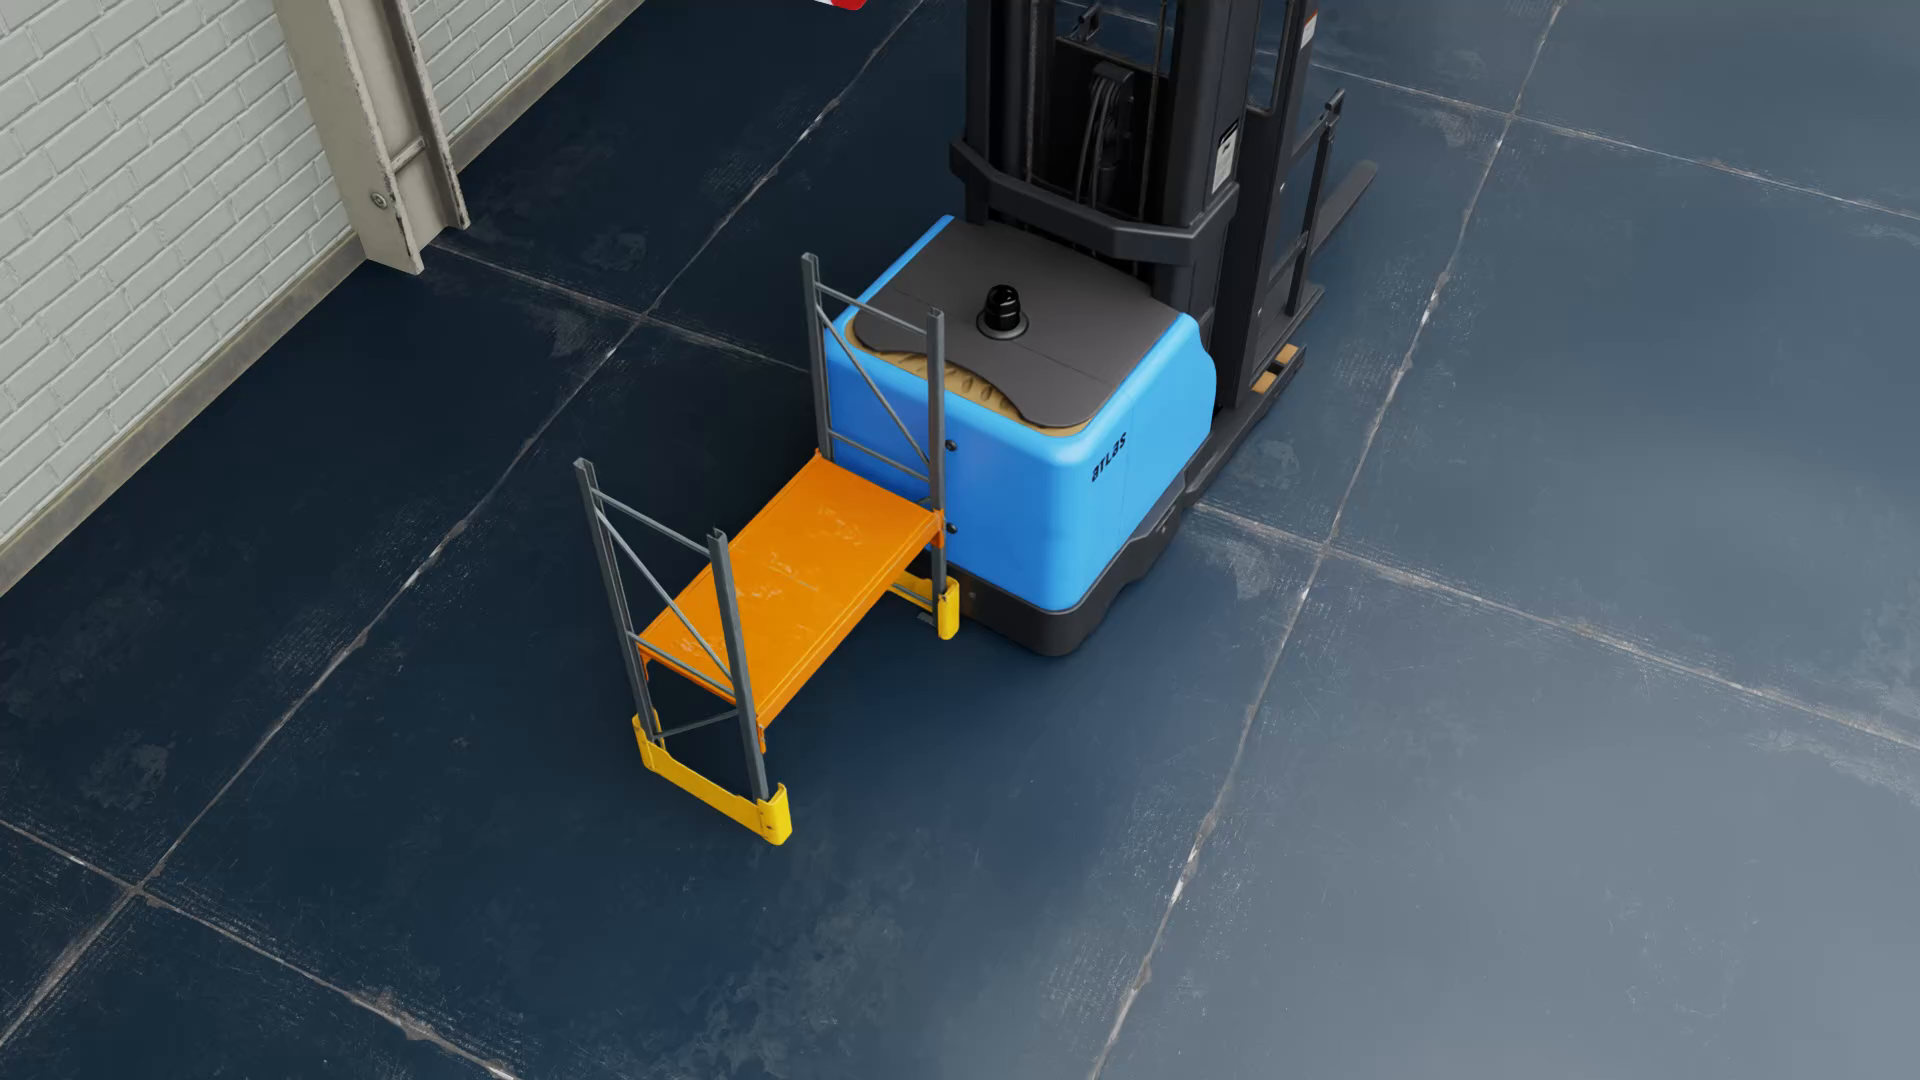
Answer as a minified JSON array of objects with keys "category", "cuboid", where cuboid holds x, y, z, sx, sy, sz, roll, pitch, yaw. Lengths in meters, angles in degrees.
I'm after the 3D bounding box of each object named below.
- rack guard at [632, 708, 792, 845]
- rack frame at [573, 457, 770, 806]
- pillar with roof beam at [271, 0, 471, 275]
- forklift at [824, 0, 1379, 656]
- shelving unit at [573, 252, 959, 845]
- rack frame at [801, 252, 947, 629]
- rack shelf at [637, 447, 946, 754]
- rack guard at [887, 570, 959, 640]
[{"category":"rack guard","cuboid":[-0.810,0.769,5.432,0.587,0.250,0.087,27,55,21]},{"category":"rack frame","cuboid":[-0.820,0.376,4.945,0.500,1.500,0.032,27,55,21]},{"category":"pillar with roof beam","cuboid":[1.478,-2.852,2.768,9.100,9.000,0.400,20,52,16]},{"category":"forklift","cuboid":[0.749,-1.649,5.729,1.130,2.935,3.031,27,55,21]},{"category":"shelving unit","cuboid":[-0.537,0.047,5.226,0.587,1.500,1.083,27,55,21]},{"category":"rack frame","cuboid":[-0.263,-0.271,5.496,0.500,1.500,0.032,27,55,21]},{"category":"rack shelf","cuboid":[-0.542,0.169,5.358,0.538,0.185,1.000,27,55,21]},{"category":"rack guard","cuboid":[-0.264,0.134,5.972,0.587,0.250,0.087,27,55,21]}]
